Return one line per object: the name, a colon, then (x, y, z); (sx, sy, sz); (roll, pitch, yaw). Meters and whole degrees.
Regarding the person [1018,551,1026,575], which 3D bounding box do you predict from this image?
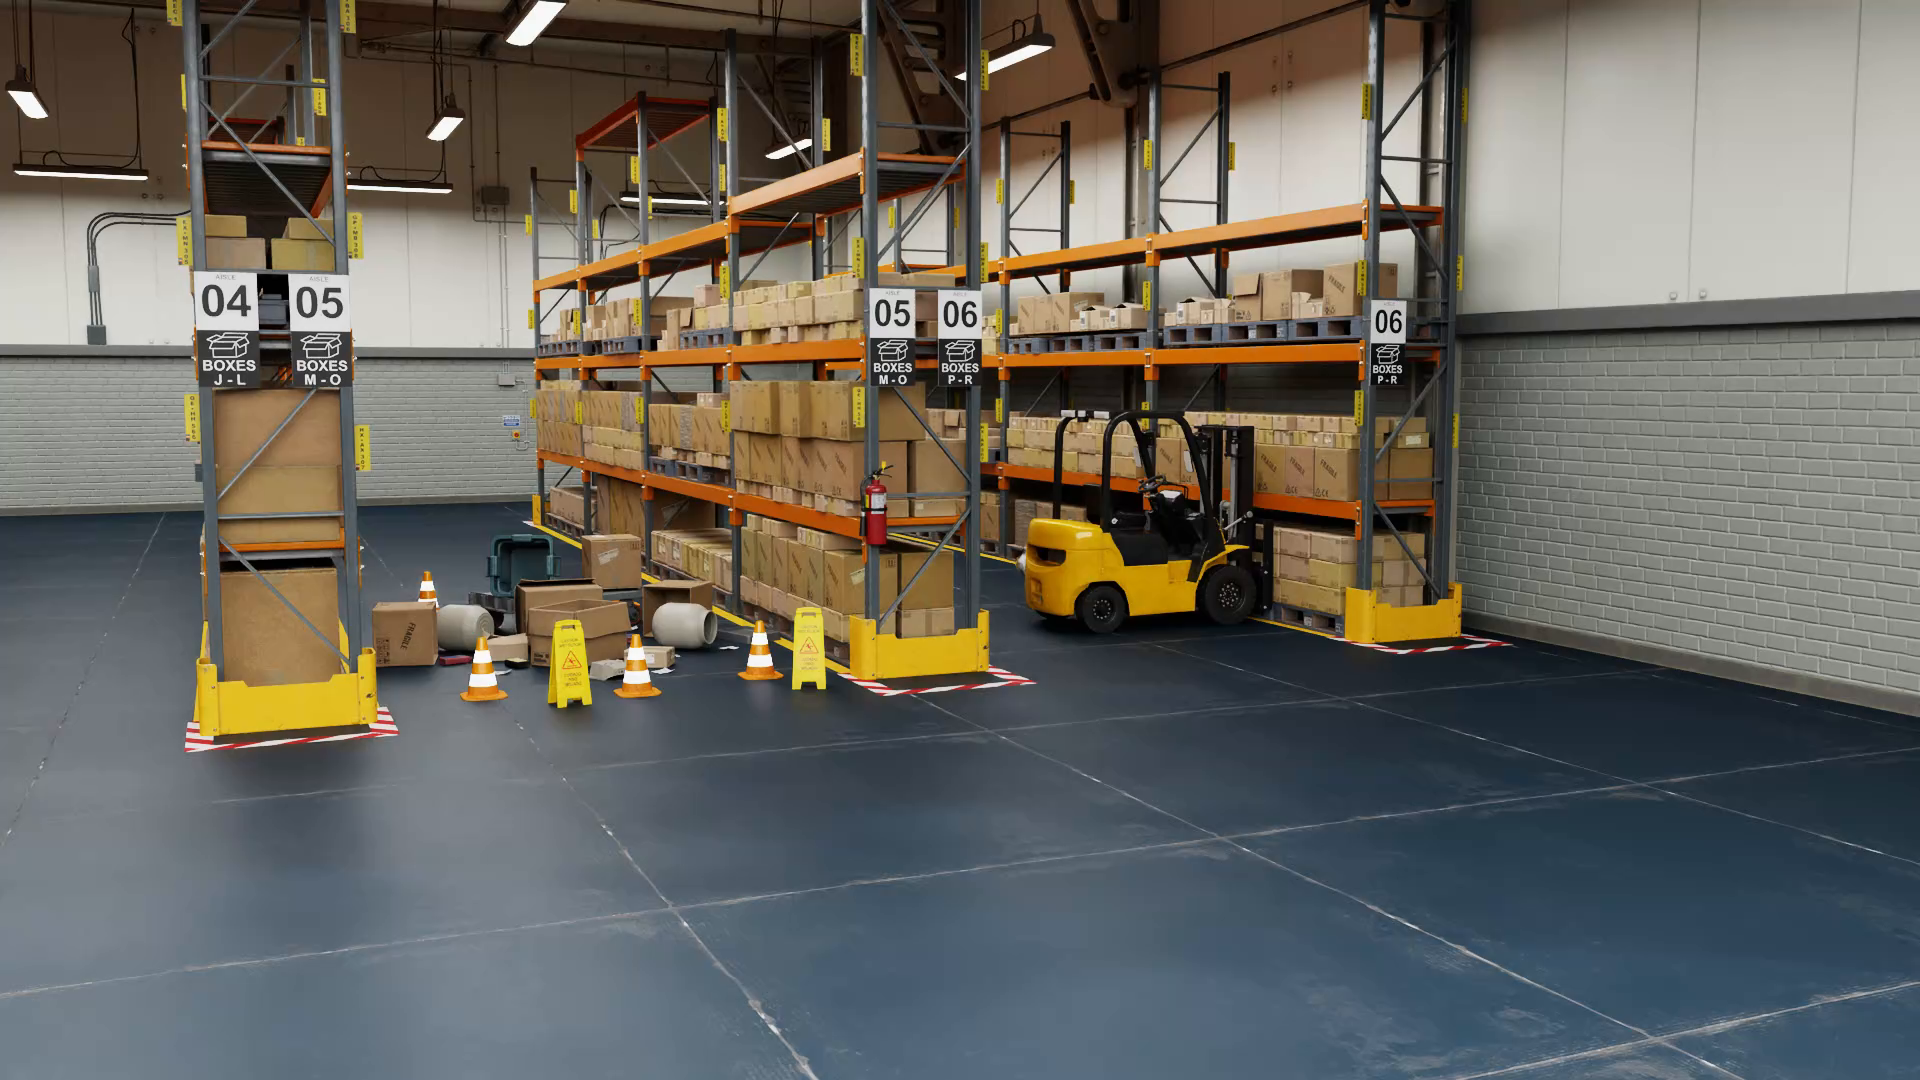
person: (1.074, 0.342, 18.335); (0.902, 0.808, 0.462); (-3, 6, -25)
